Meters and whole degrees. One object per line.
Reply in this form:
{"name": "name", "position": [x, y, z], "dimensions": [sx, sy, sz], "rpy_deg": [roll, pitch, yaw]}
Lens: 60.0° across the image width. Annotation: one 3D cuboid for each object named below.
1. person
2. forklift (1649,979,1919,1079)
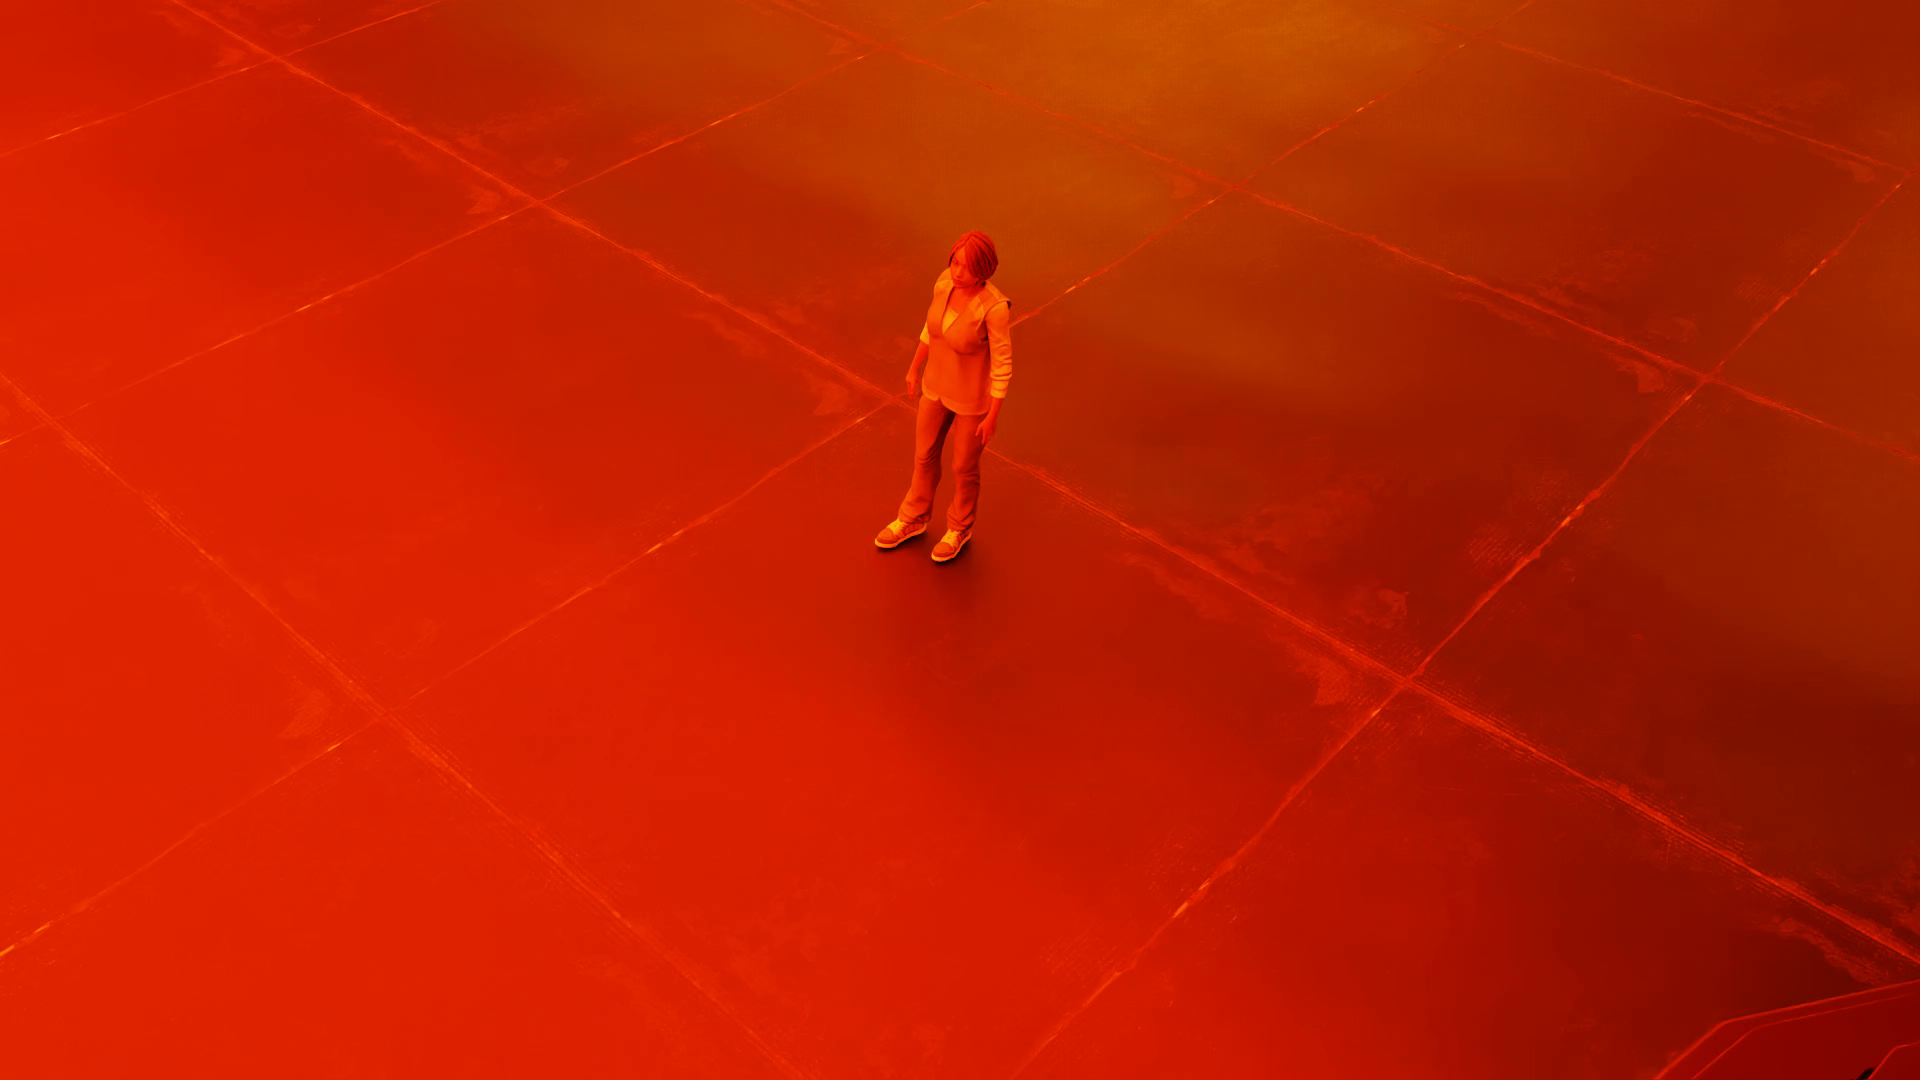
{"name": "person", "position": [-0.060, -0.580, 7.123], "dimensions": [0.520, 1.590, 0.475], "rpy_deg": [31, 49, 31]}
{"name": "forklift", "position": [1.570, 2.230, 2.829], "dimensions": [1.130, 2.935, 3.031], "rpy_deg": [-8, 41, -10]}
